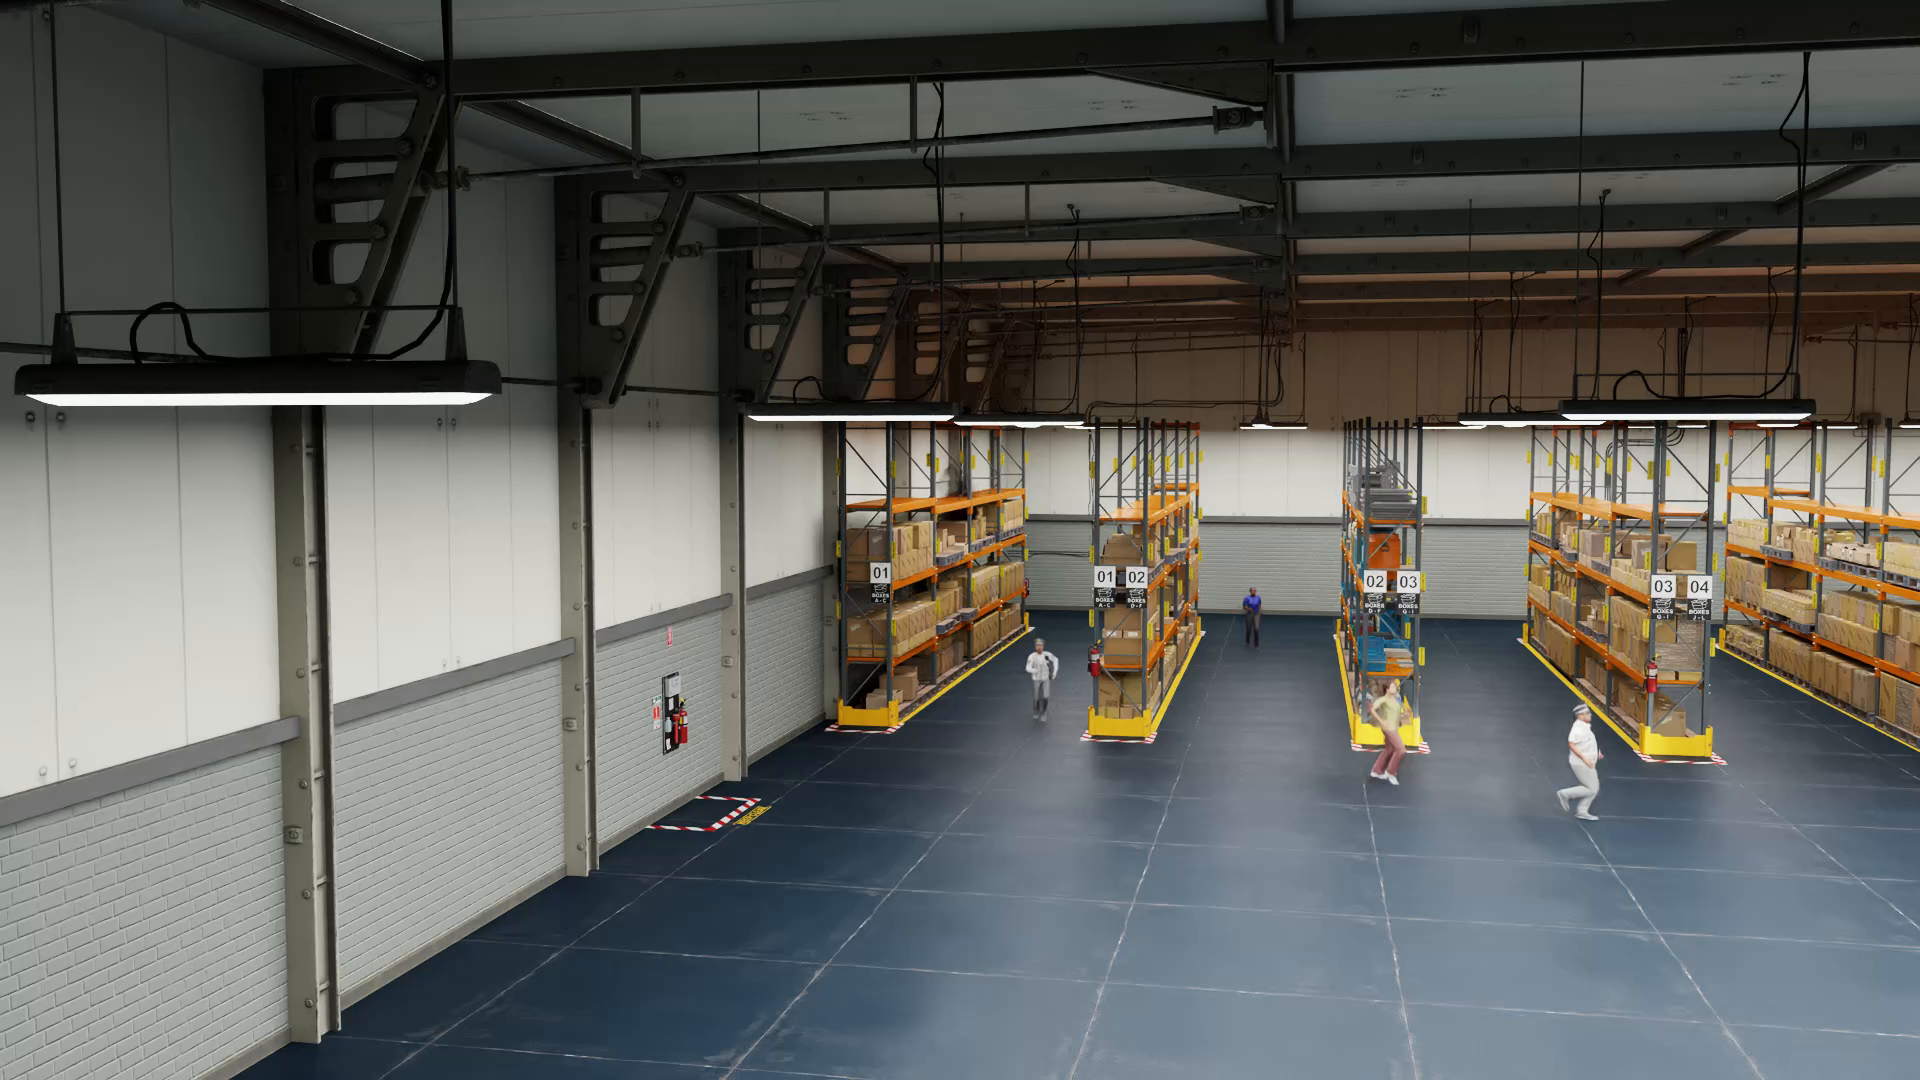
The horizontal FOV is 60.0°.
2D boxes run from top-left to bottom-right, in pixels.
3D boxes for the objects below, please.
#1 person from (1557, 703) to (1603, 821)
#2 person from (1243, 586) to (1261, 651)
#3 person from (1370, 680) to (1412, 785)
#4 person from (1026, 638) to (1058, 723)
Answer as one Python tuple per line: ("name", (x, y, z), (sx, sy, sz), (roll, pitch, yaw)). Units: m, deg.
("person", (9.165, 3.265, 24.567), (0.602, 1.742, 0.664), (2, 4, 26))
("person", (7.687, 2.070, 43.776), (0.520, 1.718, 0.815), (0, 4, 3))
("person", (7.013, 3.133, 27.105), (0.654, 1.704, 0.558), (2, 4, 32))
("person", (1.609, 2.752, 32.654), (0.623, 1.666, 0.822), (0, 4, 3))
